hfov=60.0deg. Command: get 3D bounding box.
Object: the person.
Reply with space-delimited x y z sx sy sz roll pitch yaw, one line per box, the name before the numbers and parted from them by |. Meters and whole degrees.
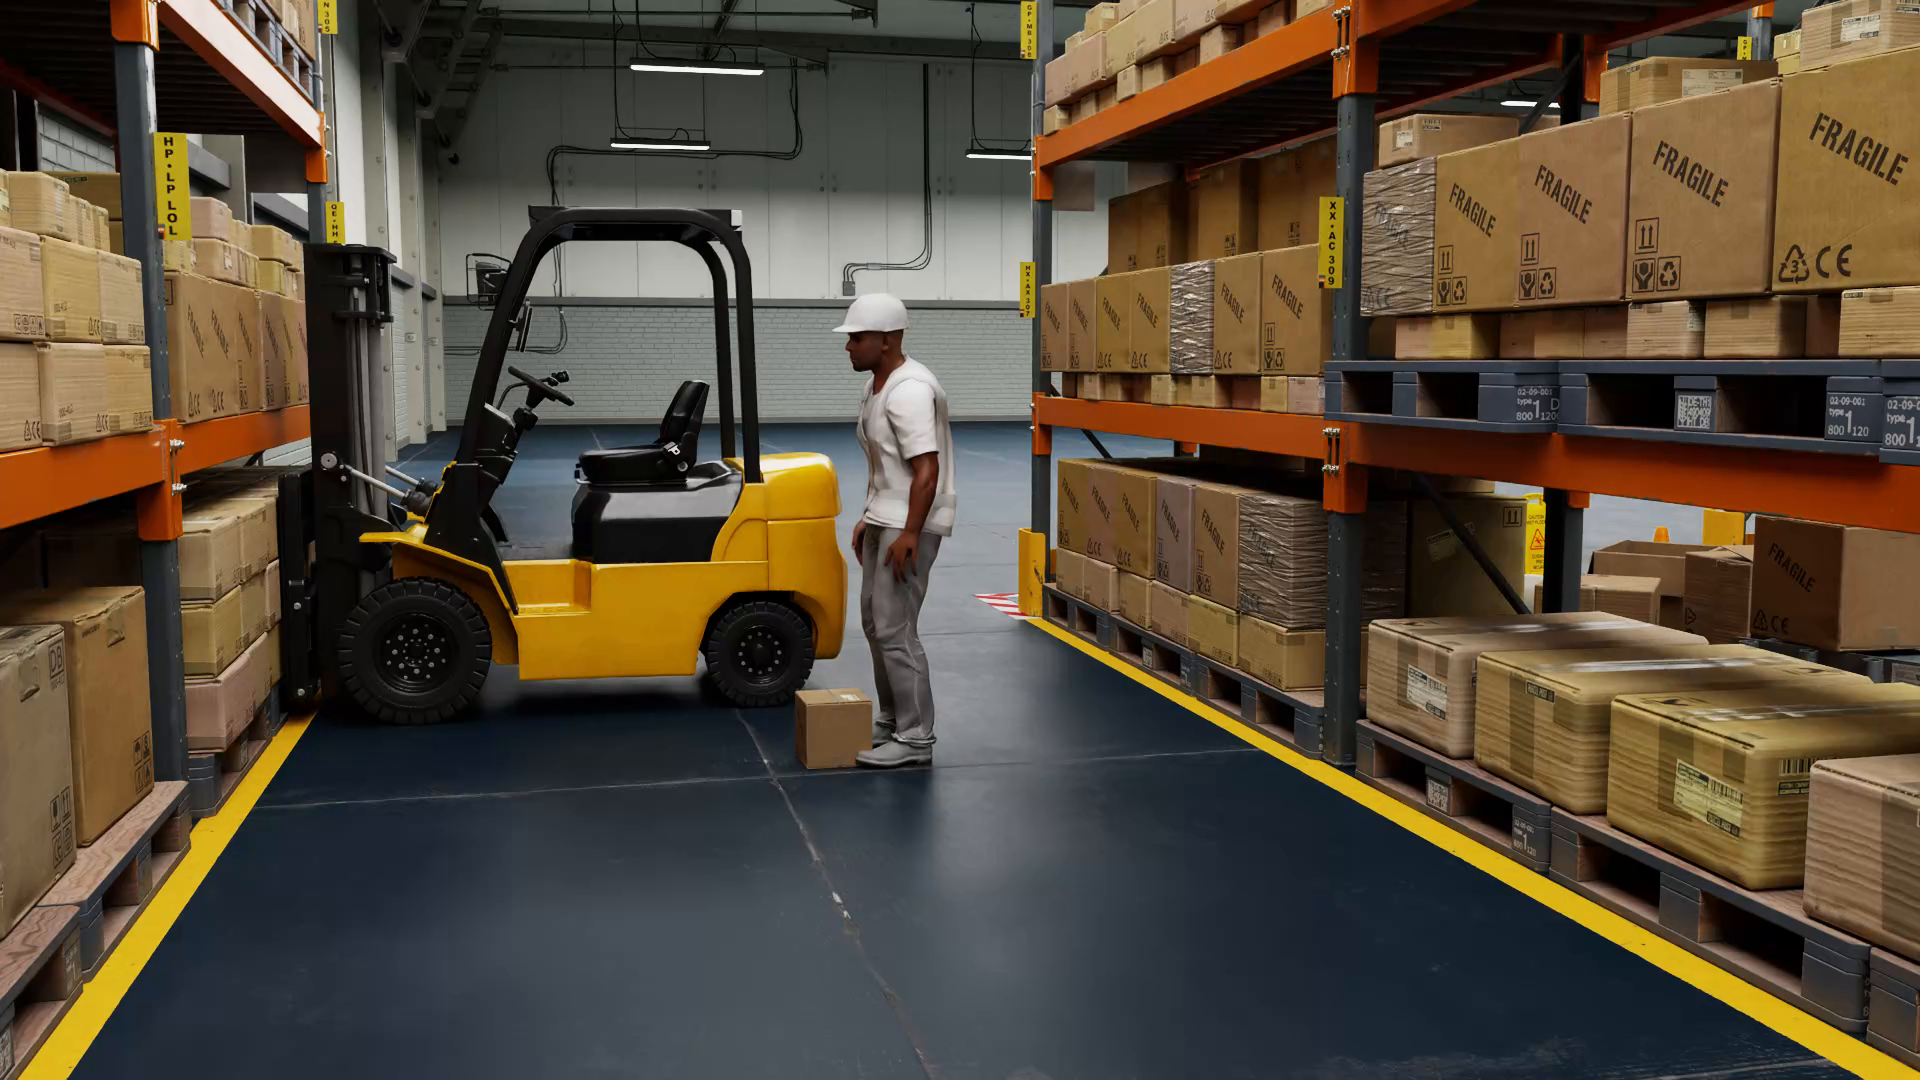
person | -0.256 -0.041 6.273 0.455 1.757 0.635 -2 6 -17
